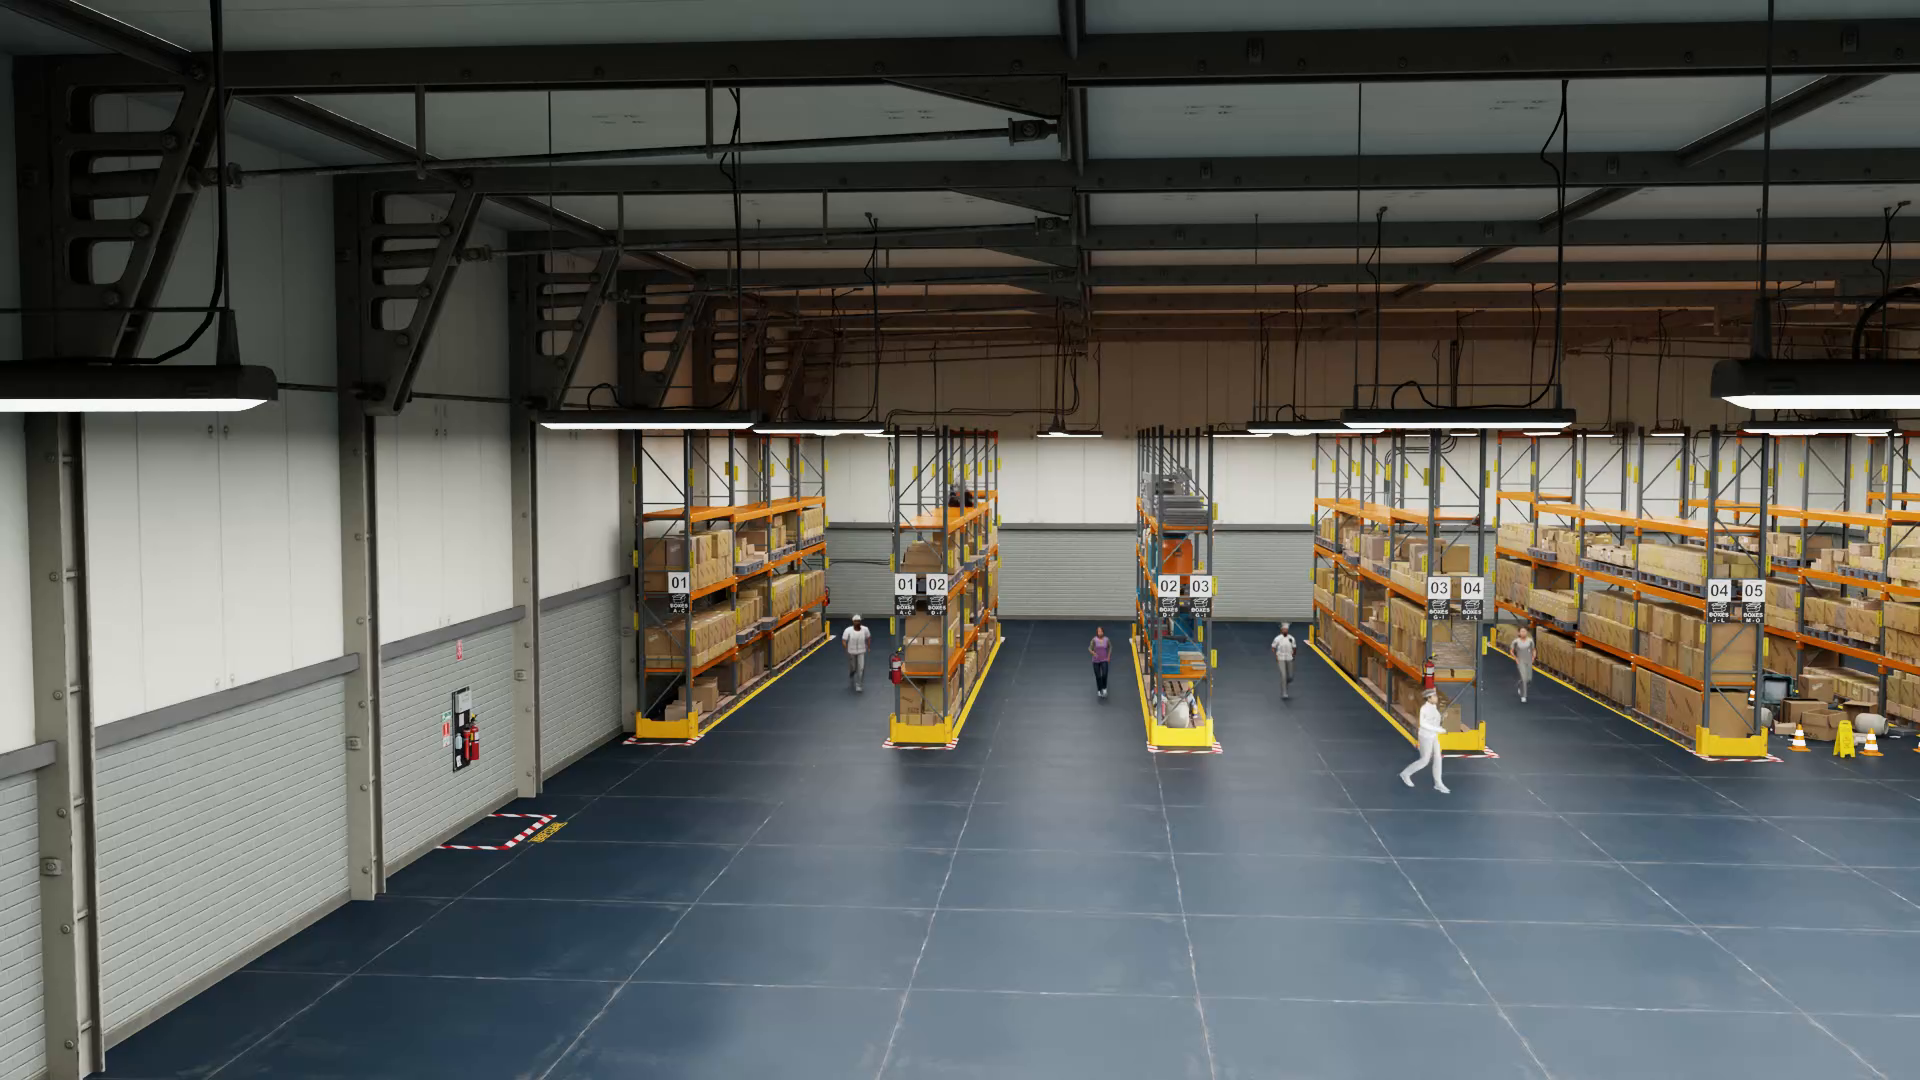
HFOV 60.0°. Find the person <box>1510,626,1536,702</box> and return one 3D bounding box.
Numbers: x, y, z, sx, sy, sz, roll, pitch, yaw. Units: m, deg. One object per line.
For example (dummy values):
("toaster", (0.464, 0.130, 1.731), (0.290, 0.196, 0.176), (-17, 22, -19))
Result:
("person", (12.384, 2.715, 36.595), (0.564, 1.642, 0.580), (0, 3, 5))

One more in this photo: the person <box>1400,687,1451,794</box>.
("person", (7.636, 3.248, 27.118), (0.765, 1.715, 0.638), (2, 4, 34))

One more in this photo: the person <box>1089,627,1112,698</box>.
("person", (3.116, 2.756, 36.905), (0.530, 1.482, 0.627), (0, 3, 4))

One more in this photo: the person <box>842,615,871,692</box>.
("person", (-2.364, 2.567, 38.113), (0.688, 1.734, 0.829), (-1, 3, -10))

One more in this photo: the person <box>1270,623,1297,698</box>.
("person", (7.223, 2.664, 37.076), (0.581, 1.655, 0.701), (0, 3, -2))
